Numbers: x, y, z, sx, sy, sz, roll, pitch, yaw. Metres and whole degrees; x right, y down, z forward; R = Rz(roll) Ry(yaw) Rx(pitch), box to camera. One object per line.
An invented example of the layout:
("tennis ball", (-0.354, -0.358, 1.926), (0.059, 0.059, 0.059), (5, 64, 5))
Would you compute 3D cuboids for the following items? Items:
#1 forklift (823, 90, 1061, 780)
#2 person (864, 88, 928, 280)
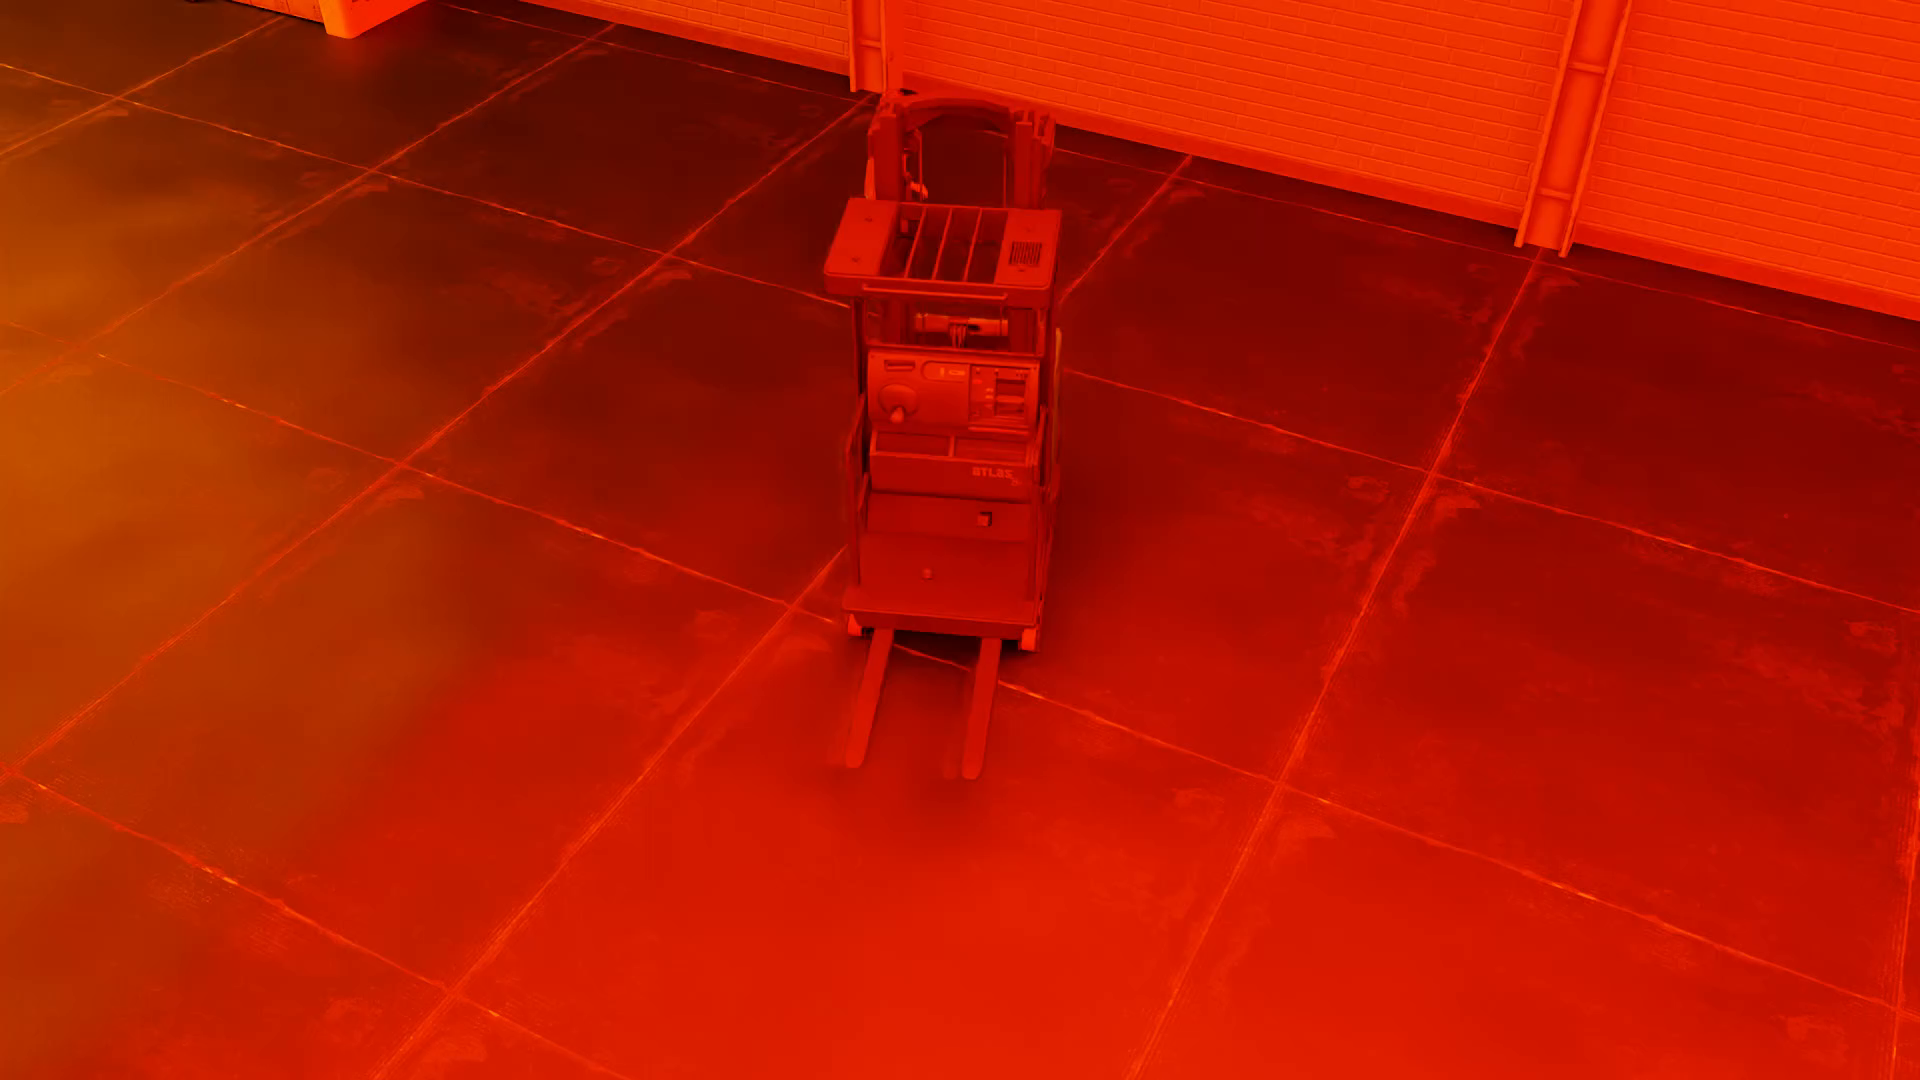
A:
("forklift", (-0.063, -0.727, 8.849), (1.130, 2.935, 3.031), (5, 40, 5))
("person", (-0.479, -2.521, 12.063), (0.449, 1.557, 0.632), (-15, 42, -17))
